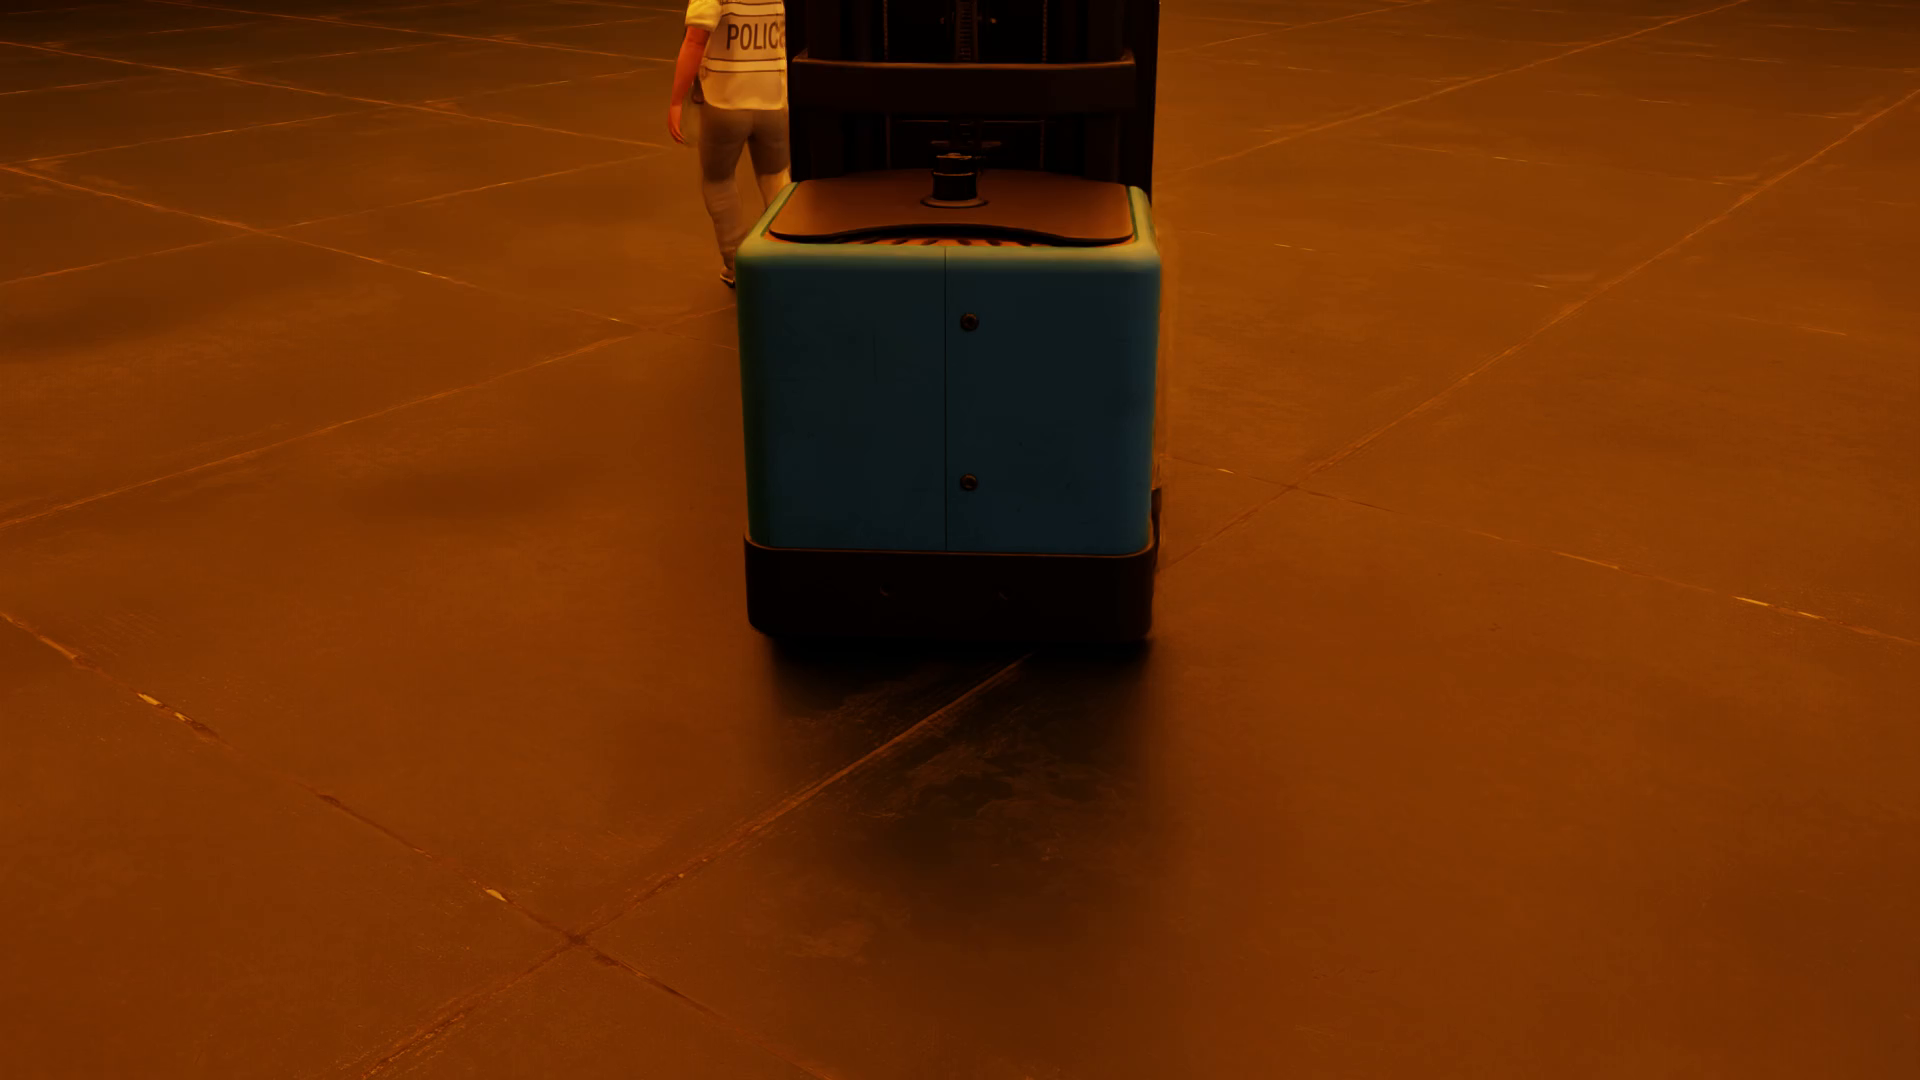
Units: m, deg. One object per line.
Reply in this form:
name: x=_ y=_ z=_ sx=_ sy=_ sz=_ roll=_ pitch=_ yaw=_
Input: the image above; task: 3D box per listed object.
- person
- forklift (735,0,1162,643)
person: x=-0.997 y=-1.954 z=7.397 sx=0.728 sy=1.700 sz=0.585 roll=-10 pitch=26 yaw=-23
forklift: x=0.048 y=-1.627 z=5.081 sx=1.130 sy=2.935 sz=3.031 roll=1 pitch=23 yaw=3
